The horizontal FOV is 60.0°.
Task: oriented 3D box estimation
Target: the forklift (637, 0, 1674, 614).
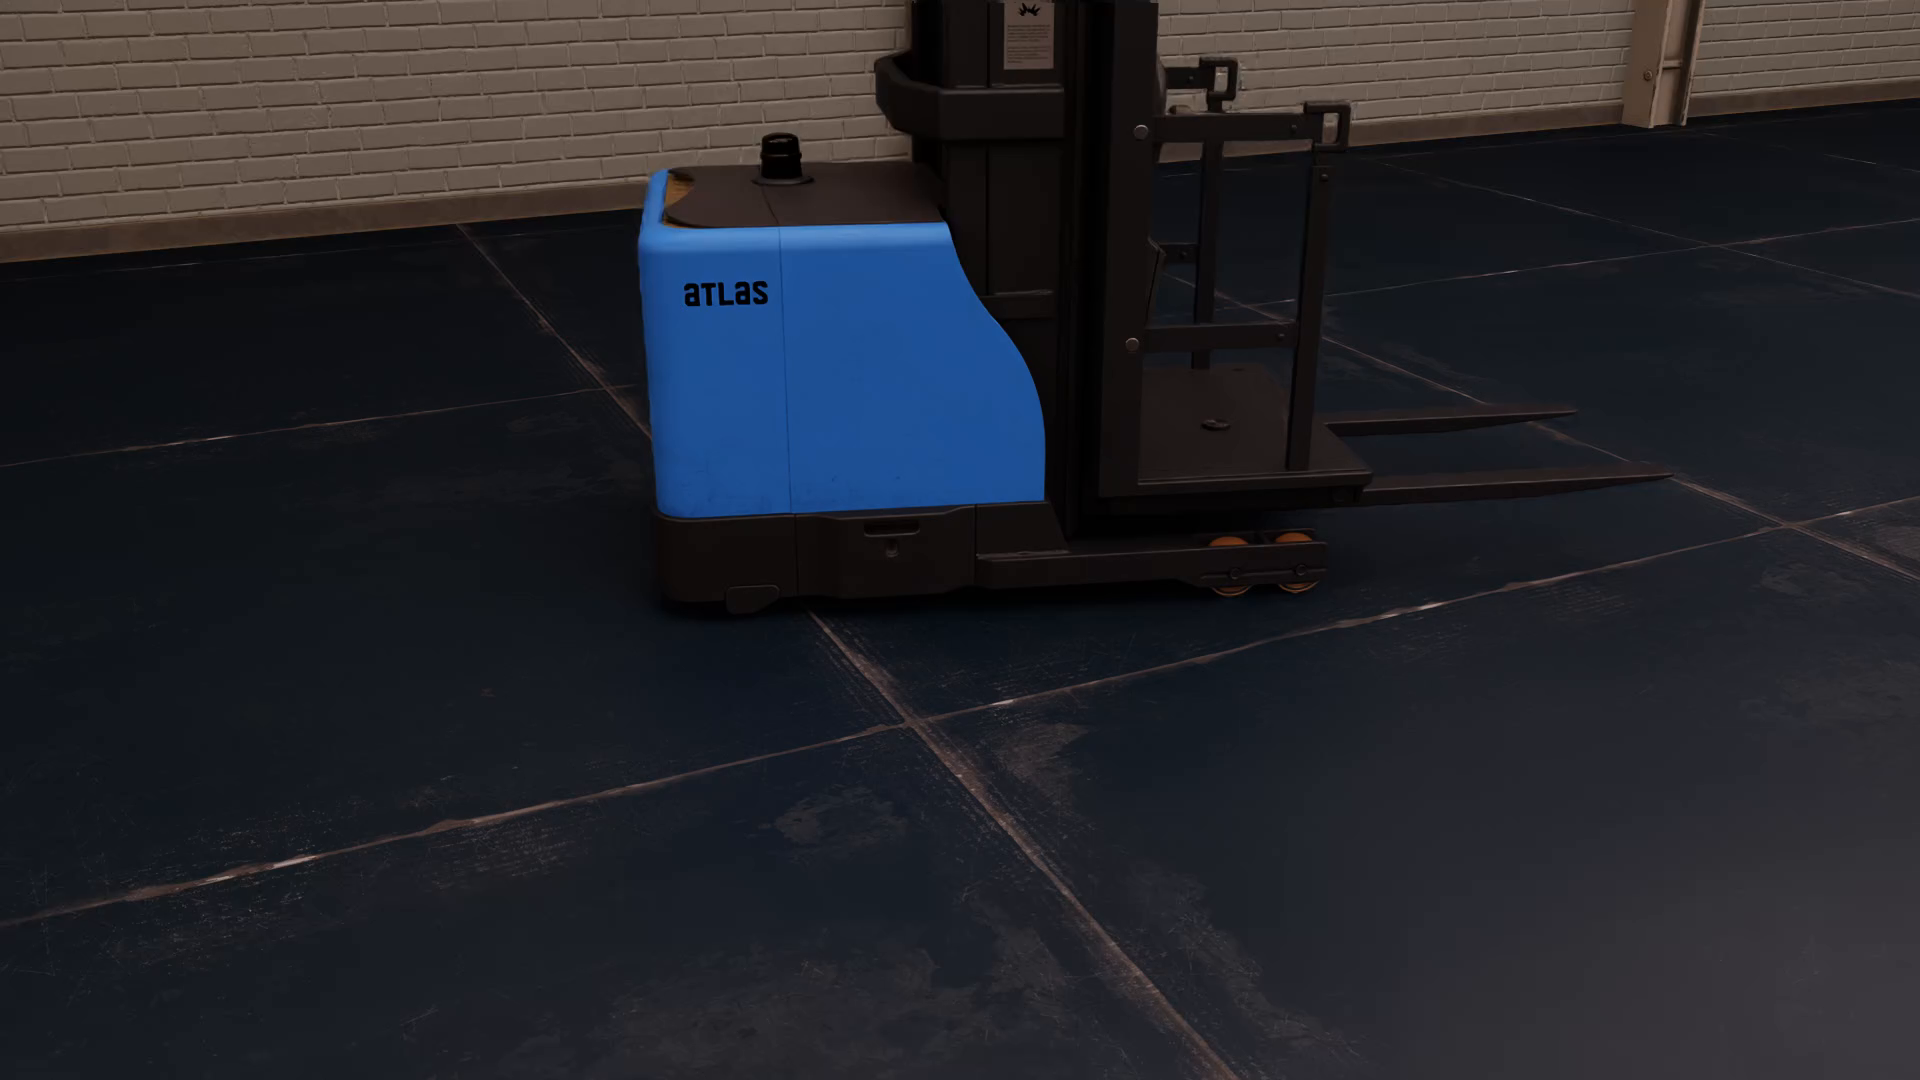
[{"bbox_3d":[0.608,-1.392,4.637,3.031,2.935,1.130,-3,23,-7],"label":"forklift"}]
